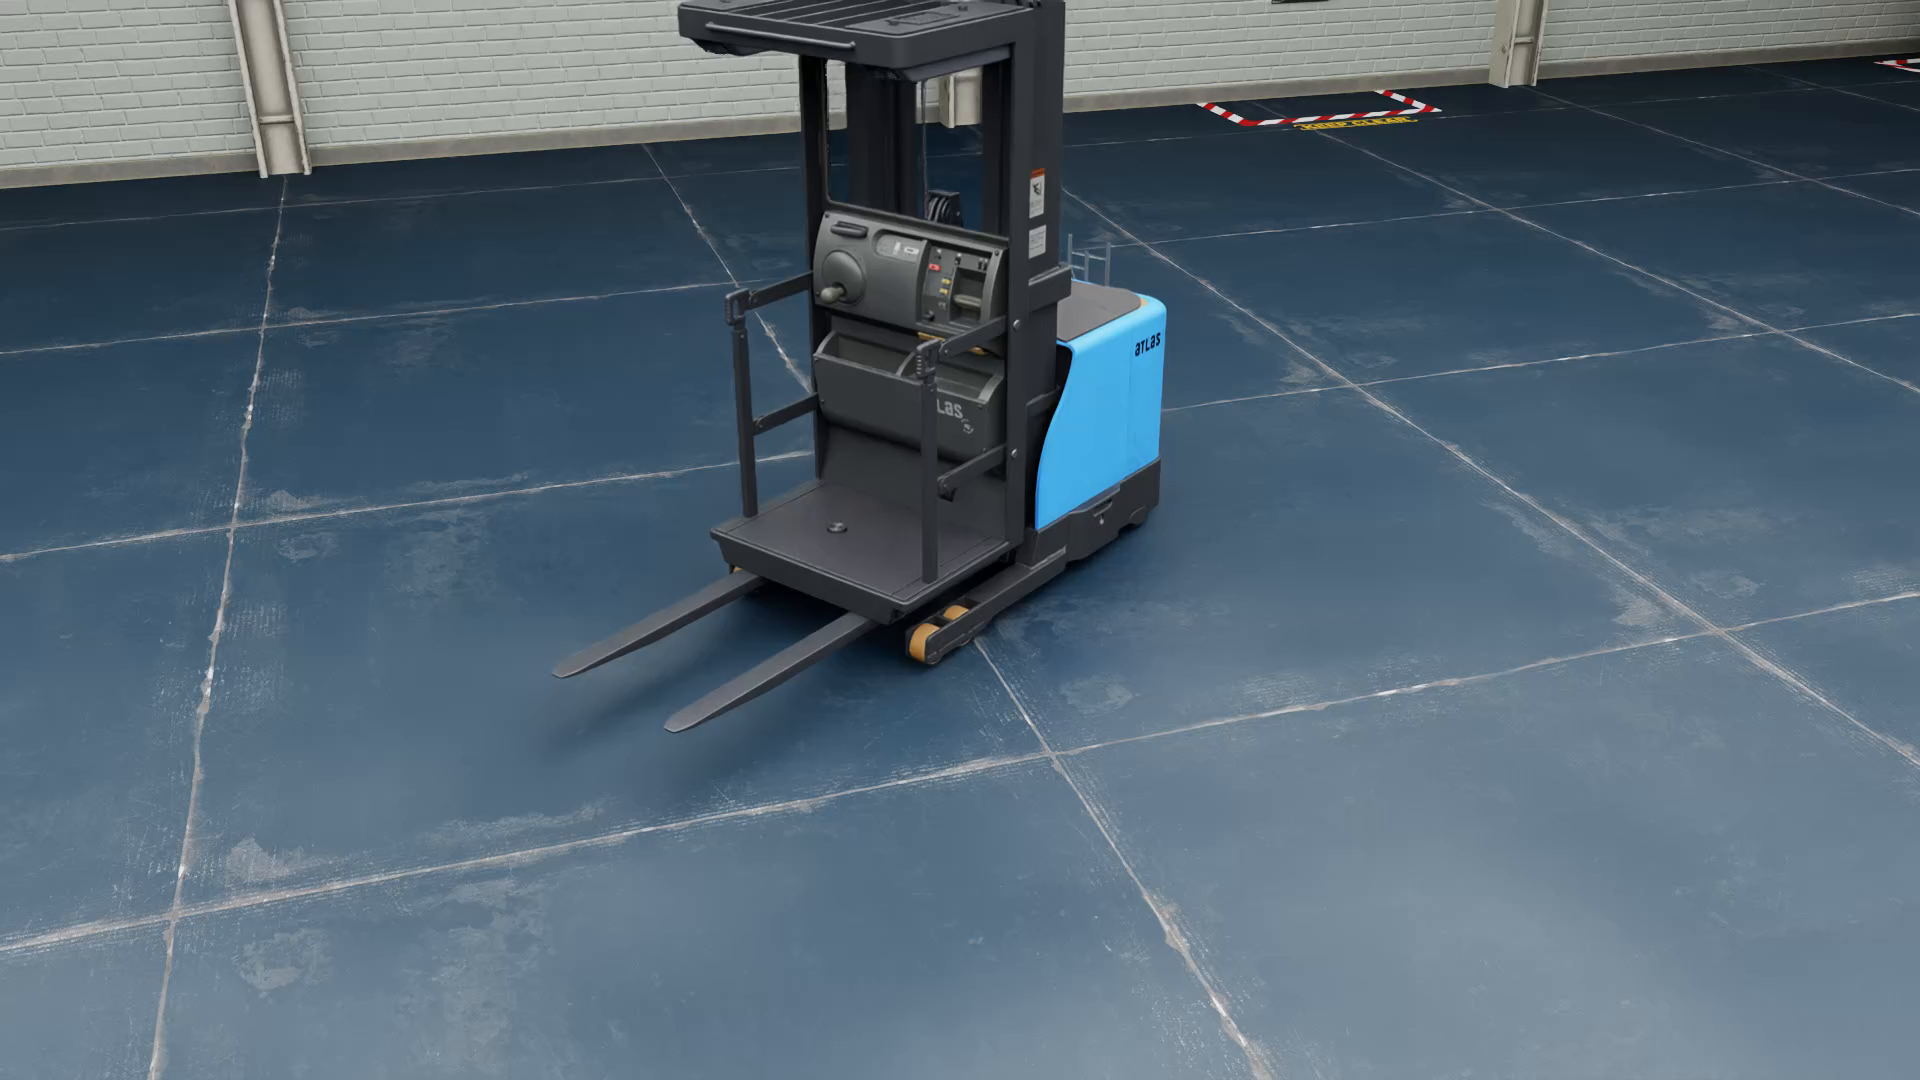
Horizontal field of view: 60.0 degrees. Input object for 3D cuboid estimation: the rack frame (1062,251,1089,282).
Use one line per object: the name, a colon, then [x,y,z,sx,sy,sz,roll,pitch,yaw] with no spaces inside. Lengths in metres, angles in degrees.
rack frame: [0.506,-0.841,8.095,0.240,1.200,0.006,19,32,33]

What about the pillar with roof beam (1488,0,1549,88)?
pillar with roof beam: [7.076,-6.962,11.654,0.400,9.000,9.100,-8,28,-16]

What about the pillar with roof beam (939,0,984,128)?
pillar with roof beam: [1.371,-6.136,9.990,0.400,9.000,9.100,-8,28,-16]

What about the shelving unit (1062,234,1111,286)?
shelving unit: [0.562,-0.873,8.160,0.258,1.200,0.189,19,32,33]

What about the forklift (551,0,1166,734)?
forklift: [-0.348,-1.055,6.579,1.130,2.935,3.031,19,32,33]

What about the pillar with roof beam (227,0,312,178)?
pillar with roof beam: [-4.334,-5.310,8.326,0.400,9.000,9.100,-8,28,-16]

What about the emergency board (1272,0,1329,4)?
emergency board: [3.367,-5.778,16.015,0.626,1.169,0.157,-8,28,-16]

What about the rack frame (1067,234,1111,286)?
rack frame: [0.618,-0.905,8.224,0.240,1.200,0.006,19,32,33]
